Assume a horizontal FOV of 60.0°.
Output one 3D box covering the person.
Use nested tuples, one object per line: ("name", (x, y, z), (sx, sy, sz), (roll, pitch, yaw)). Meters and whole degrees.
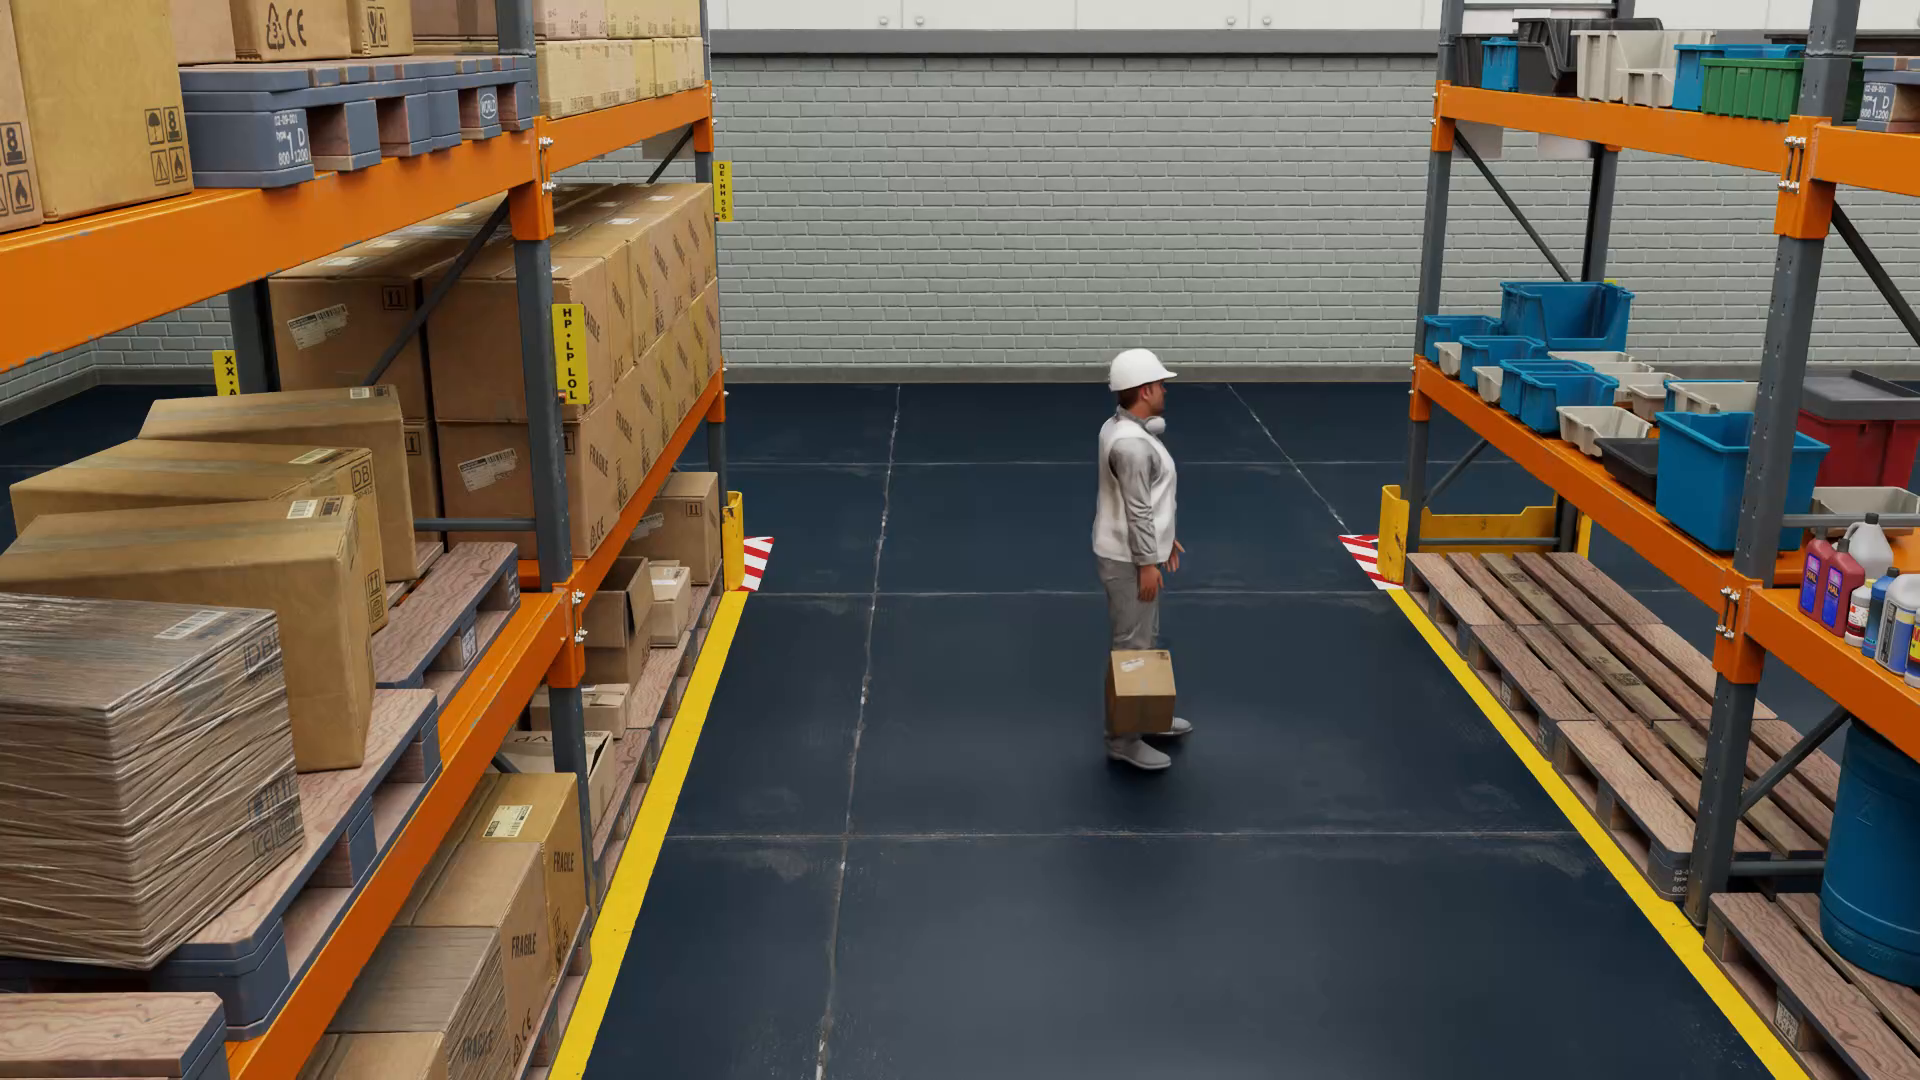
("person", (0.807, 0.070, 7.204), (0.475, 1.778, 0.566), (1, 17, 3))
